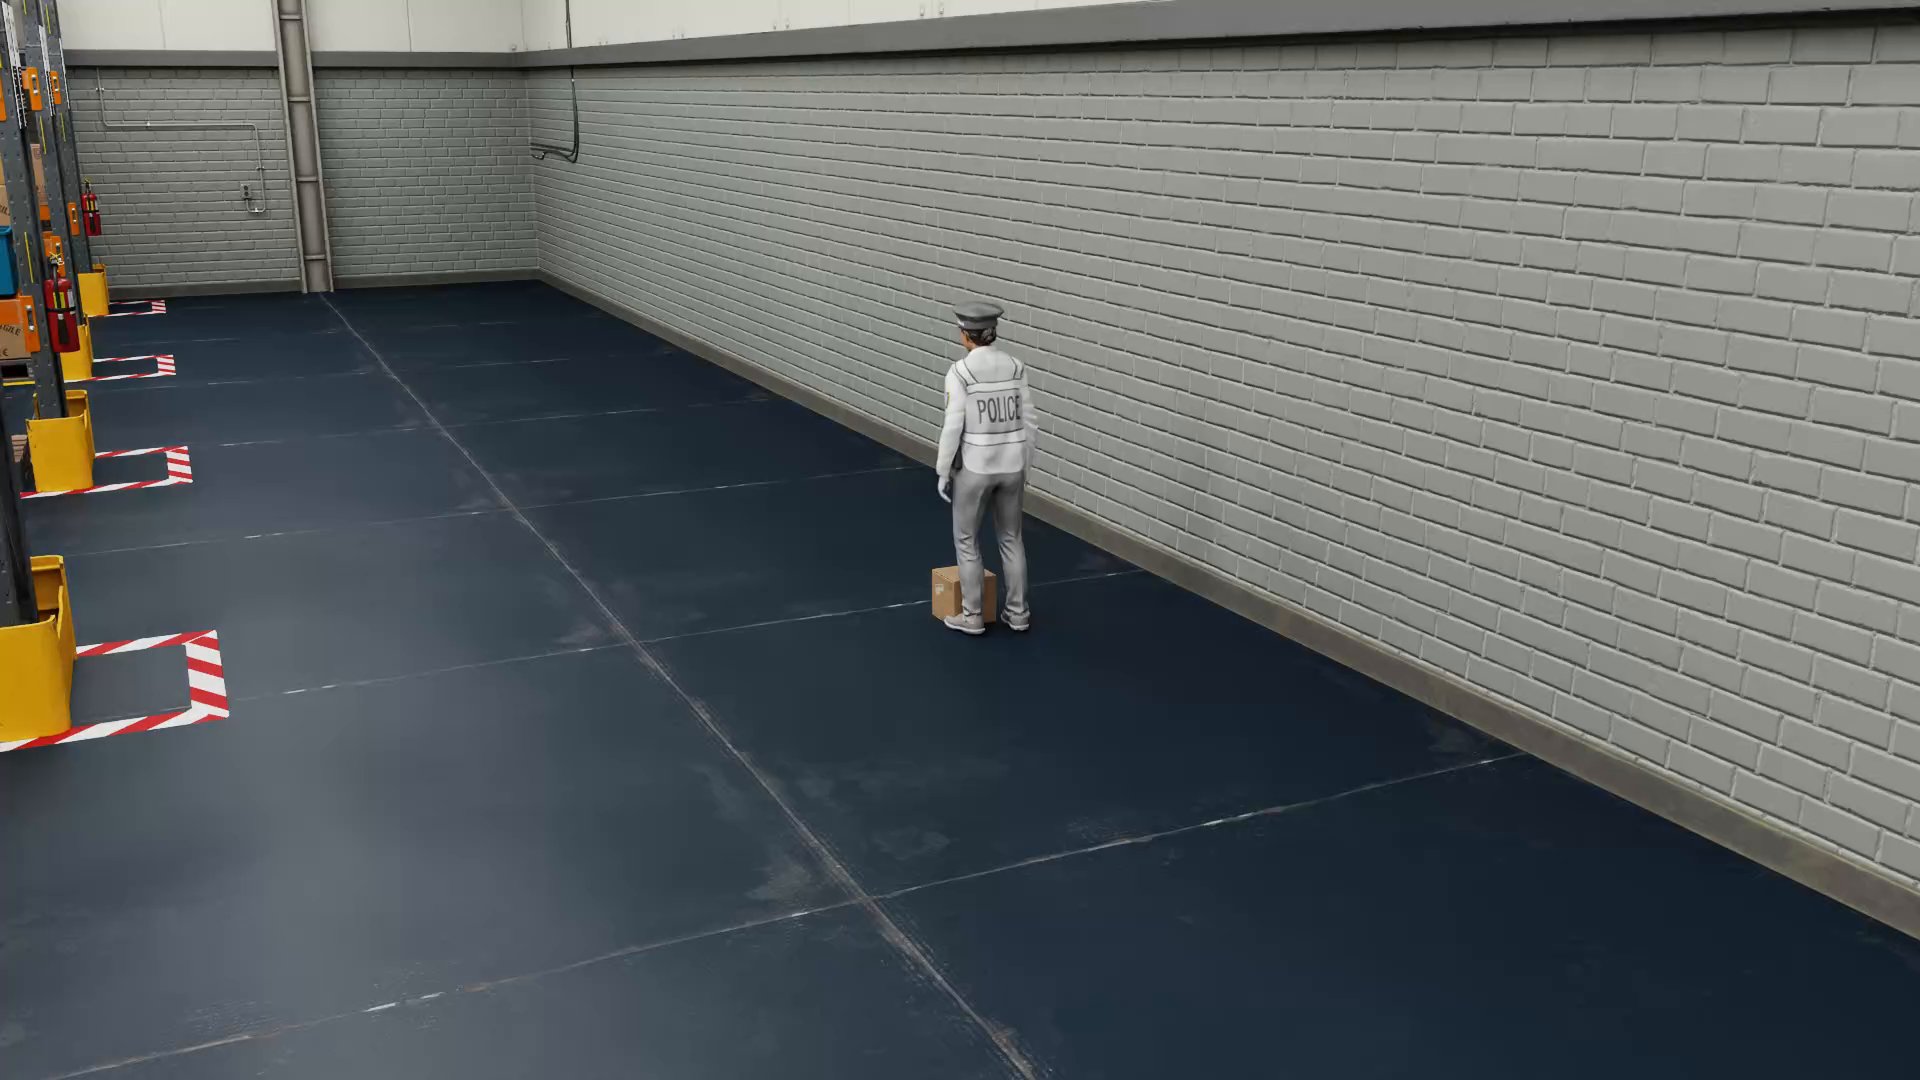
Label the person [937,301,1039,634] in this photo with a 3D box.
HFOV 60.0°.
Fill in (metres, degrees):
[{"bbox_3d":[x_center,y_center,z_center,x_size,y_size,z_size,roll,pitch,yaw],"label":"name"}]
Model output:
[{"bbox_3d":[0.123,-0.342,8.263,0.536,1.663,0.405,-8,17,-26],"label":"person"}]
